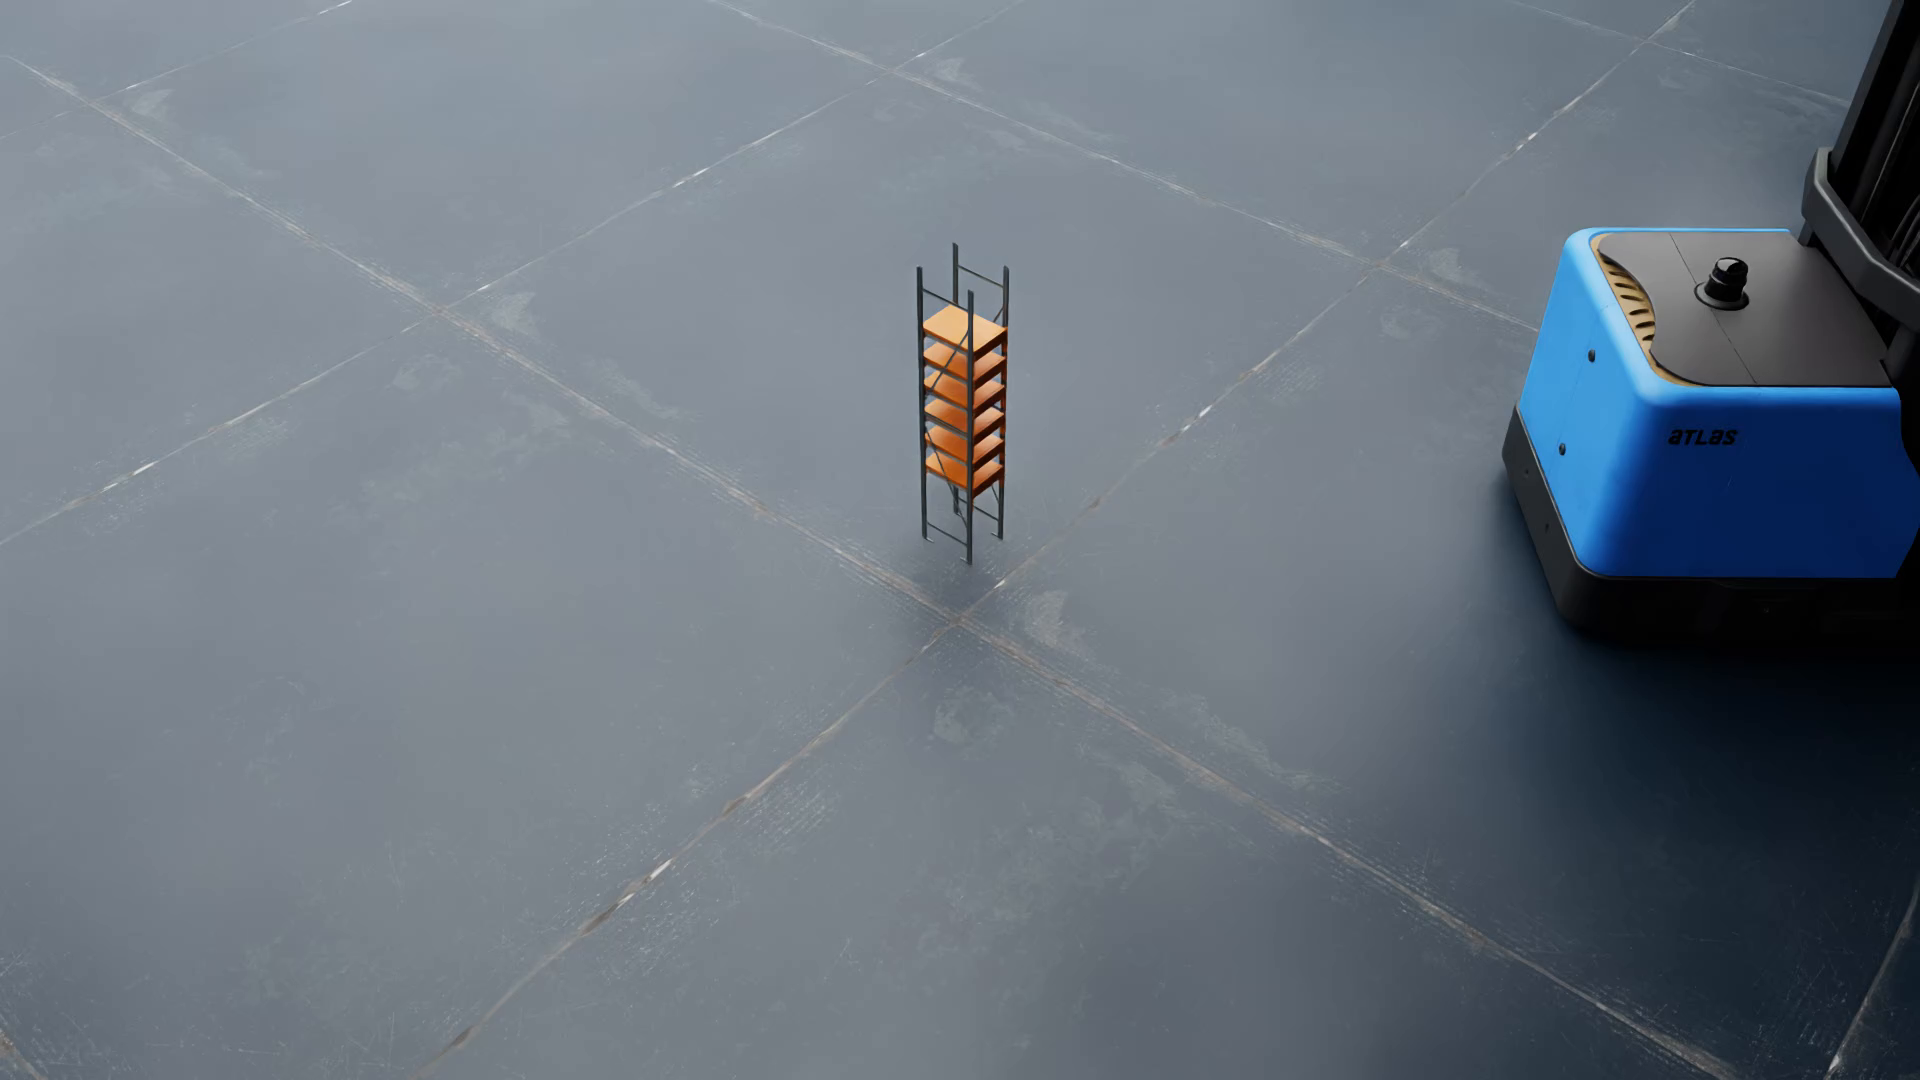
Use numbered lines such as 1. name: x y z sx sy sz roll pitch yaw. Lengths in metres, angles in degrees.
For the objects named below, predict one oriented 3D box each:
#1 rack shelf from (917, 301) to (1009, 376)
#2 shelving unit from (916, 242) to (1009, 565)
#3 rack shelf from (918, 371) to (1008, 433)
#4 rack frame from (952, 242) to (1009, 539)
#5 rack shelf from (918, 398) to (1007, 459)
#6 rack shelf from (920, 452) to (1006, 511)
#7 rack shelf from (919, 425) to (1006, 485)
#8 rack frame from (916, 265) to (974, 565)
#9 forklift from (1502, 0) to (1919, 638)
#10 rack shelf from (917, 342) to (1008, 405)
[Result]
1. rack shelf: 0.009 -0.685 5.642 0.258 0.103 0.180 29 50 28
2. shelving unit: 0.009 -0.451 5.855 0.258 1.200 0.189 29 50 28
3. rack shelf: 0.009 -0.507 5.804 0.258 0.103 0.180 29 50 28
4. rack frame: 0.068 -0.498 5.906 0.240 1.200 0.006 29 50 28
5. rack shelf: 0.009 -0.419 5.884 0.258 0.103 0.180 29 50 28
6. rack shelf: 0.009 -0.241 6.046 0.258 0.103 0.180 29 50 28
7. rack shelf: 0.009 -0.330 5.965 0.258 0.103 0.180 29 50 28
8. rack frame: -0.050 -0.404 5.803 0.240 1.200 0.006 29 50 28
9. forklift: 3.630 -1.065 5.243 3.031 2.935 1.130 0 42 0
10. rack shelf: 0.009 -0.596 5.723 0.258 0.103 0.180 29 50 28
